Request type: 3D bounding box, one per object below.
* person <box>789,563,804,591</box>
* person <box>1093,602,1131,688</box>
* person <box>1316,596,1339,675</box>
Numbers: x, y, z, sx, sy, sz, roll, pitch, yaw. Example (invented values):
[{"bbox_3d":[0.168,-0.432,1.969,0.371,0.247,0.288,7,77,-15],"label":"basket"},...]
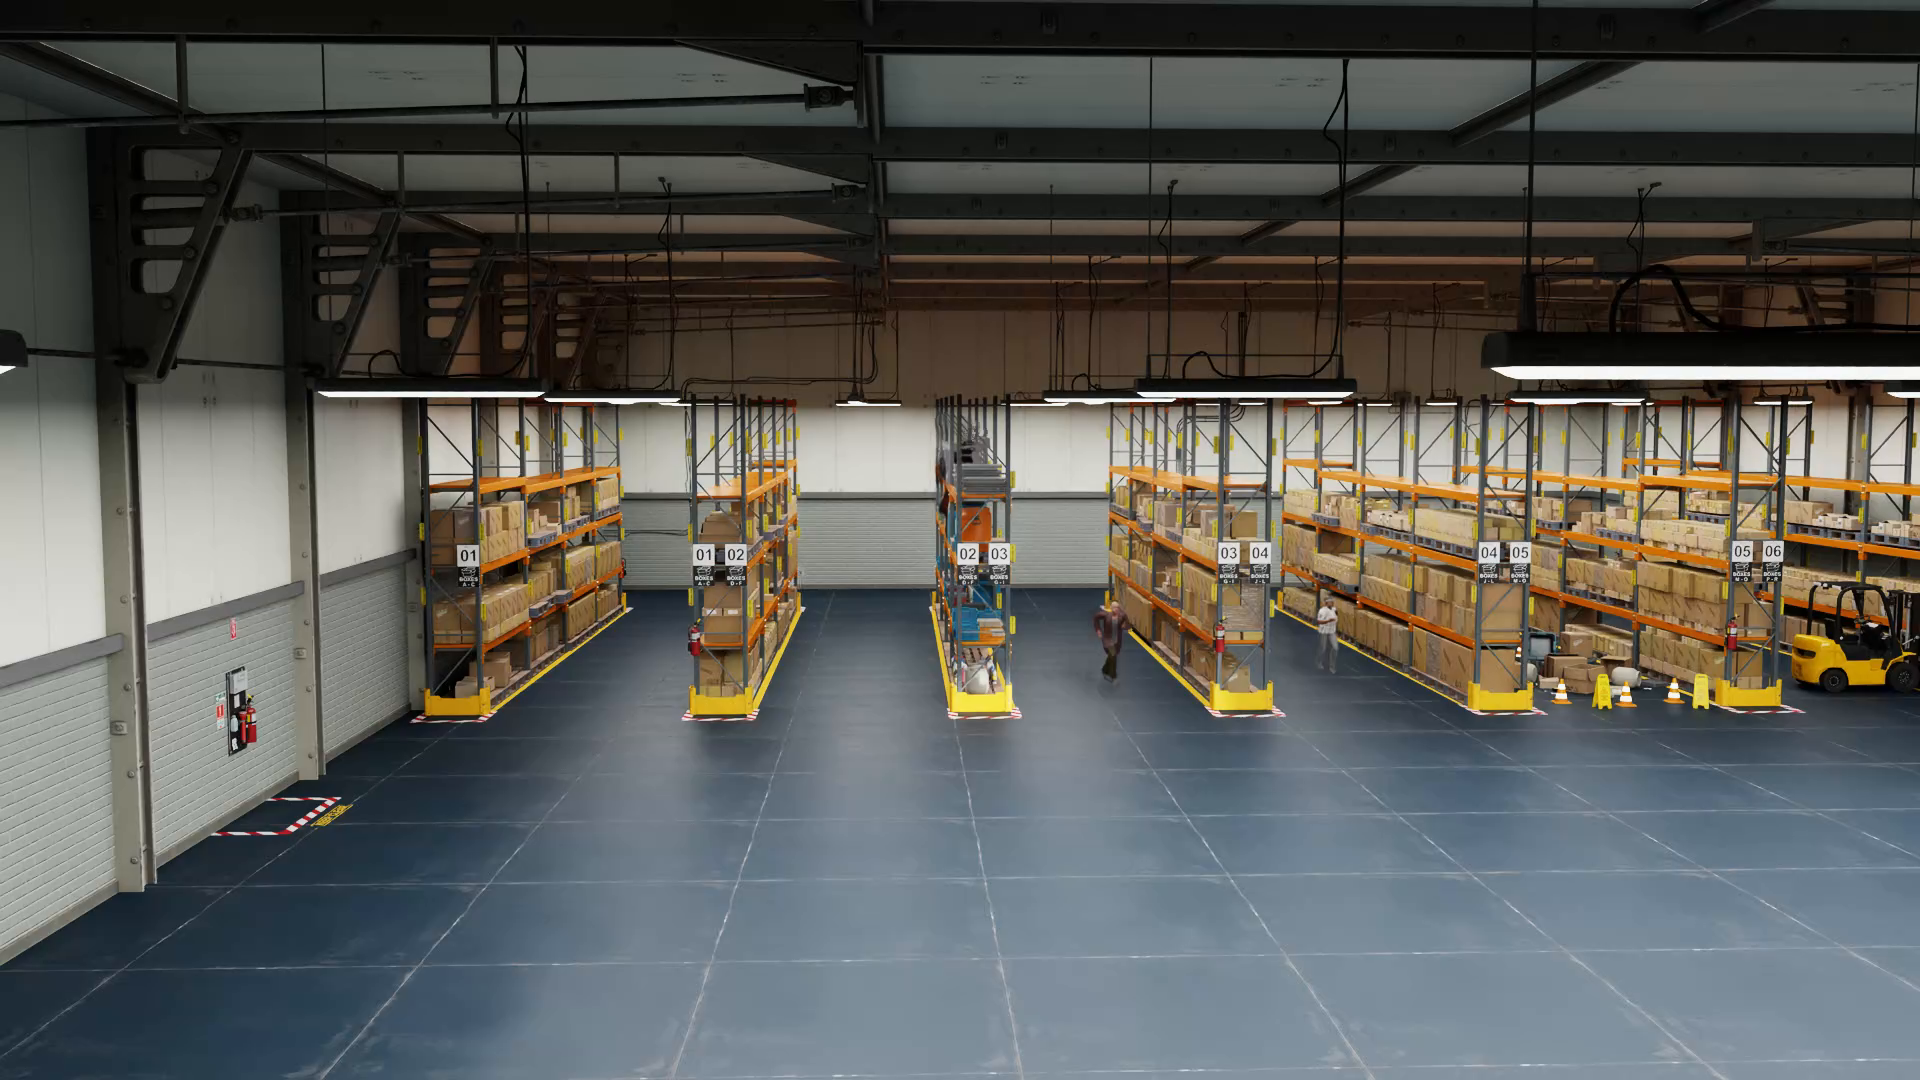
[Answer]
[{"bbox_3d":[-4.957,1.028,48.716,0.607,1.745,0.656,4,6,38],"label":"person"},{"bbox_3d":[3.137,2.146,34.503,0.697,1.794,1.035,-1,5,-17],"label":"person"},{"bbox_3d":[7.968,2.058,36.144,0.559,1.754,0.842,-1,5,-12],"label":"person"}]
